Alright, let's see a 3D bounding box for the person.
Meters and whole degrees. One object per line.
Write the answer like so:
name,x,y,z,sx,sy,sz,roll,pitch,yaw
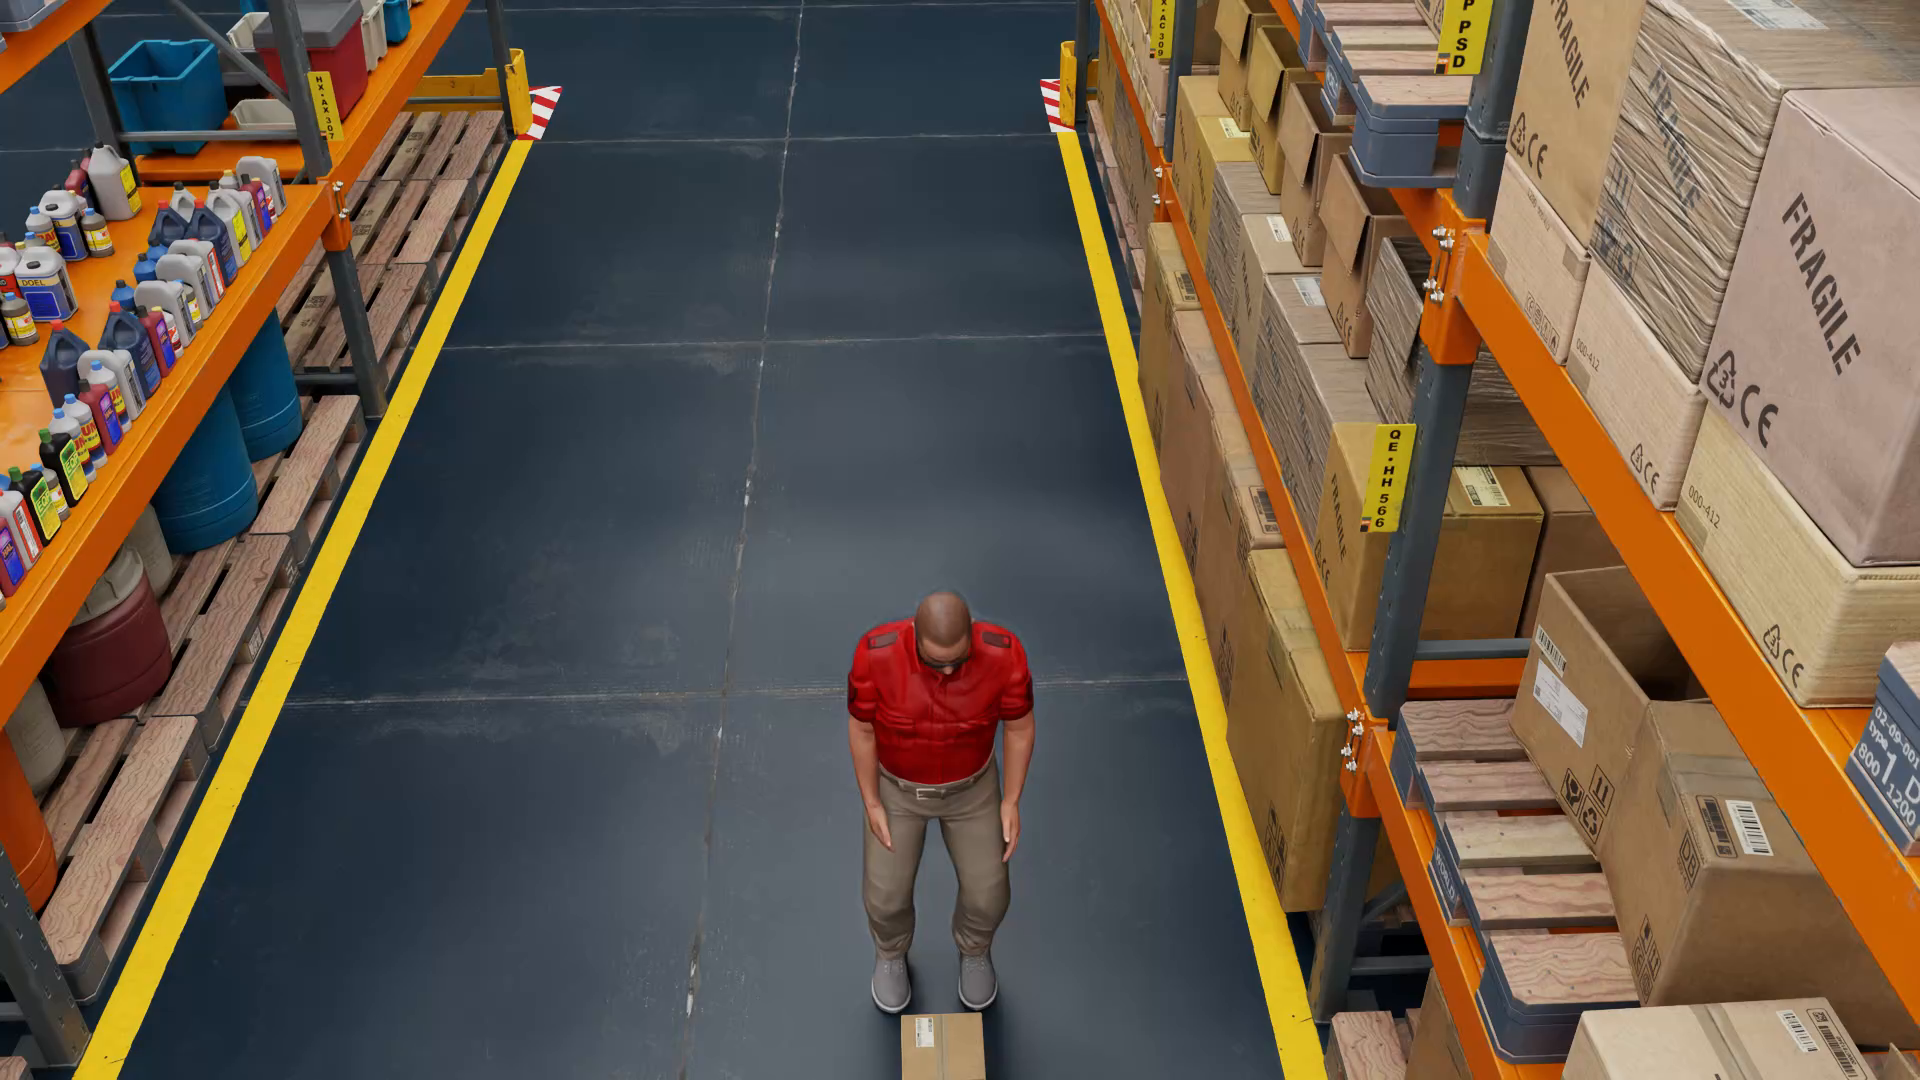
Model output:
person,-0.055,0.778,5.119,0.560,1.663,0.447,-1,35,-1
